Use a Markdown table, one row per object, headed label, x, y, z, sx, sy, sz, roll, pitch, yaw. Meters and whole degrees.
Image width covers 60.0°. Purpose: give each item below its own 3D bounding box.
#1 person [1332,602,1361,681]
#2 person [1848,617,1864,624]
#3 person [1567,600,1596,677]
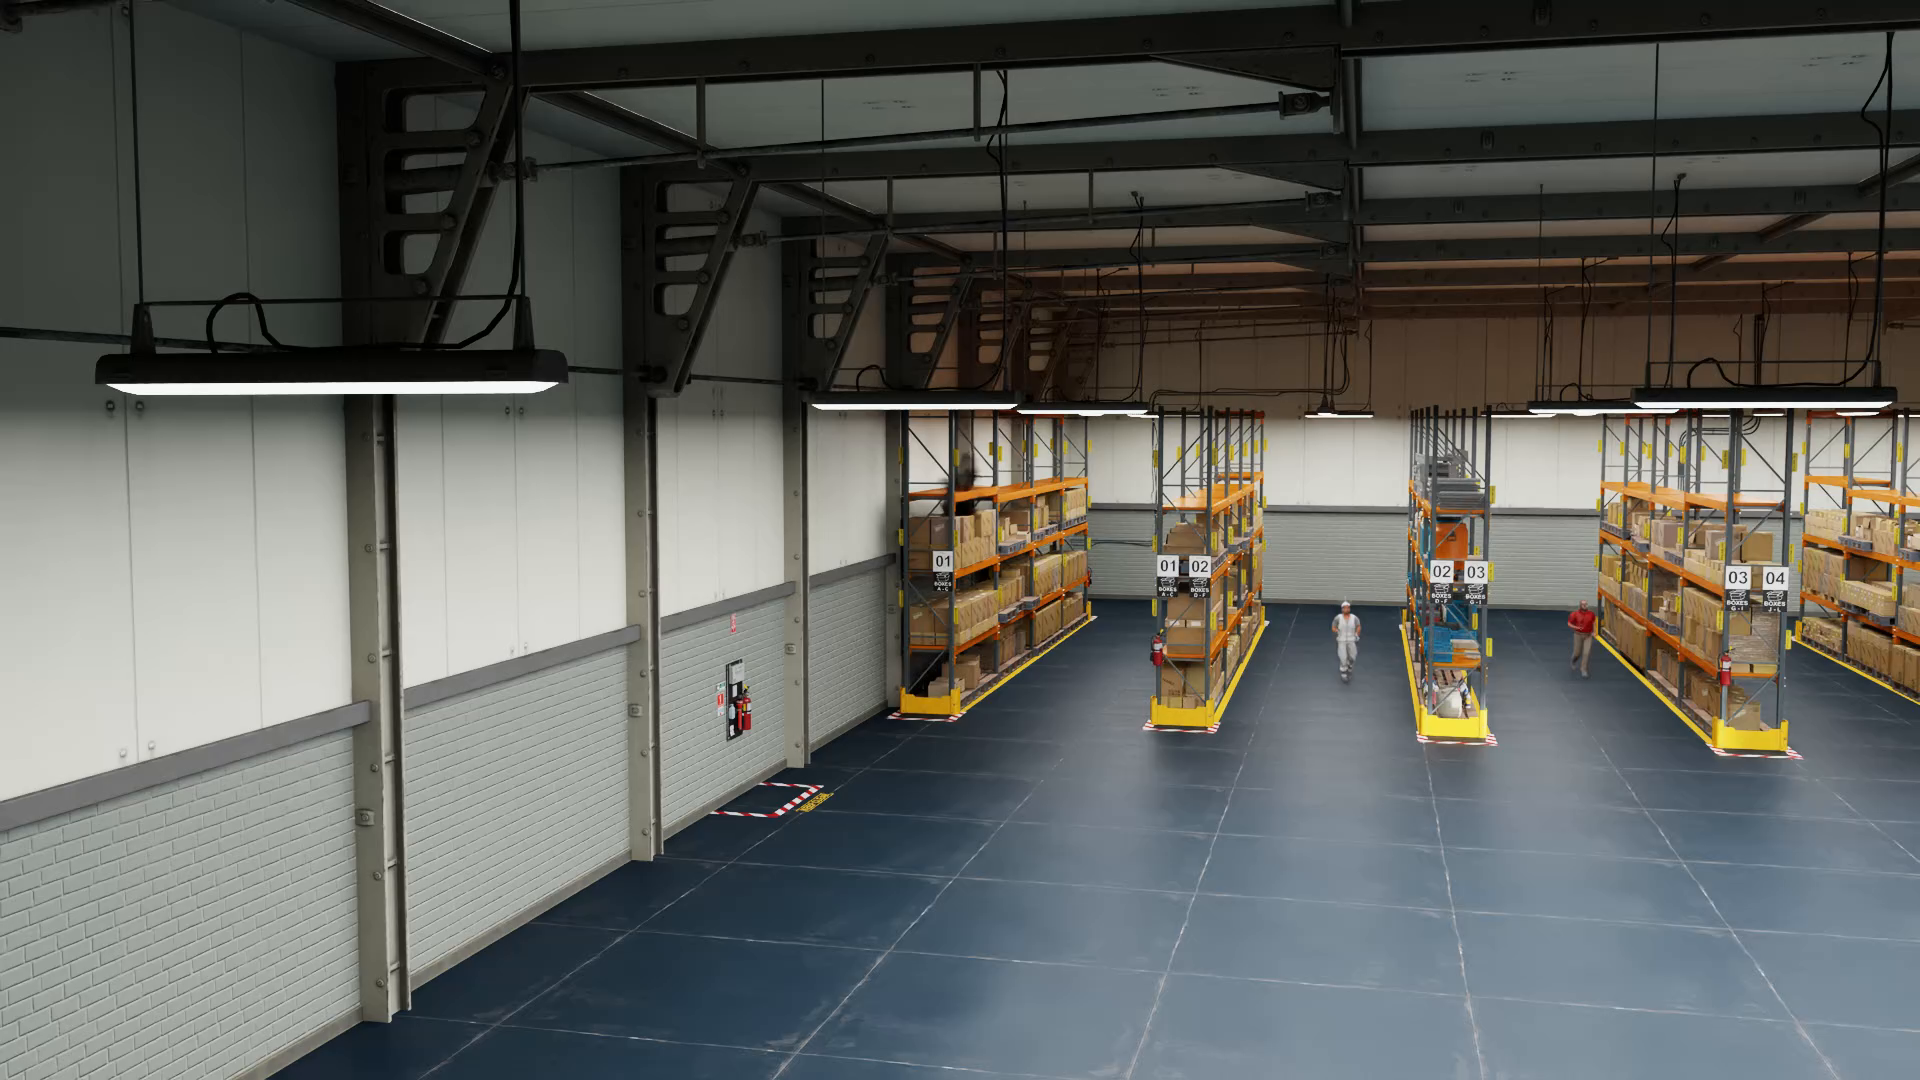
| label | x | y | z | sx | sy | sz | roll | pitch | yaw |
| --- | --- | --- | --- | --- | --- | --- | --- | --- | --- |
| person | 8.469 | 2.228 | 36.380 | 0.643 | 1.741 | 0.581 | 0 | 4 | 7 |
| person | 23.800 | 1.721 | 44.285 | 0.760 | 1.693 | 0.530 | 1 | 4 | 13 |
| person | 13.987 | 2.188 | 37.391 | 0.670 | 1.698 | 0.796 | 0 | 4 | 5 |
